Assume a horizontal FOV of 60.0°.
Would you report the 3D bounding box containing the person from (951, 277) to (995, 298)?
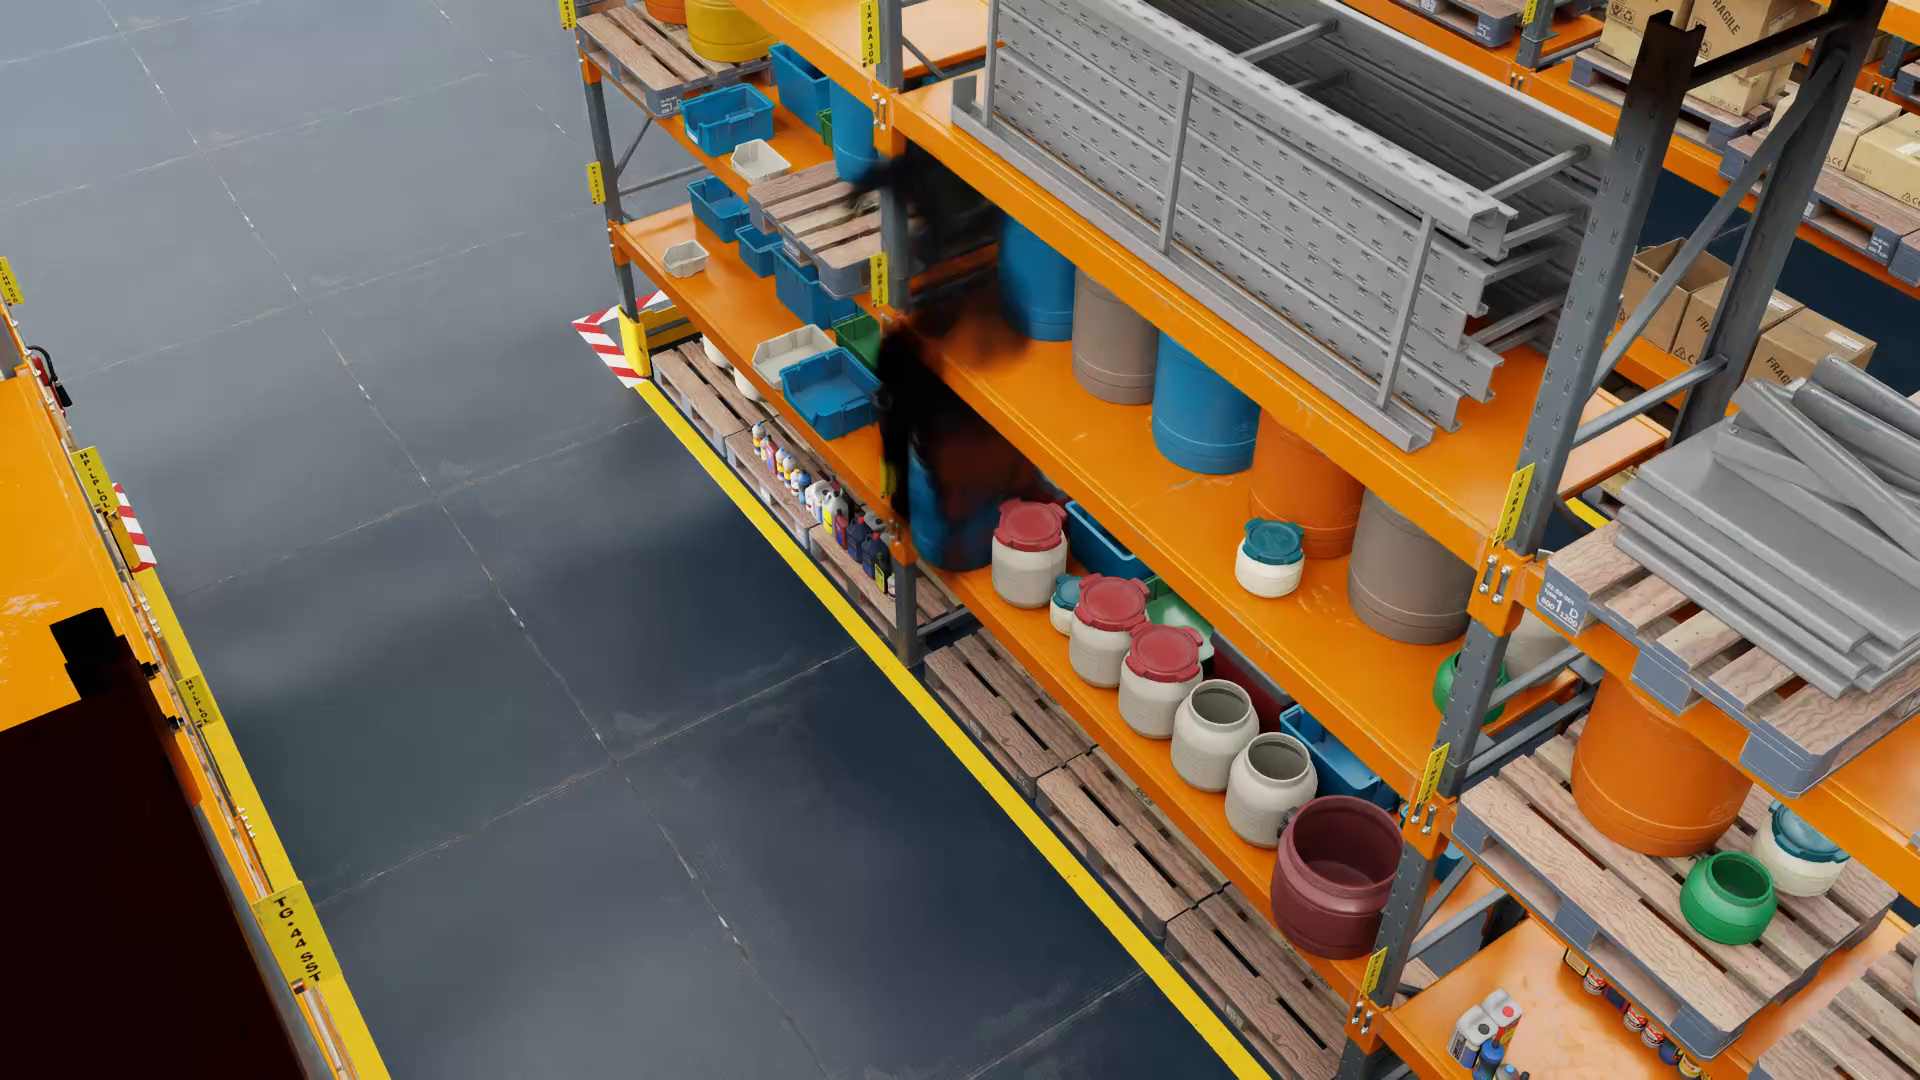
[{"bbox_3d":[0.180,-2.282,12.723,0.815,1.559,0.557,34,52,31],"label":"person"}]
